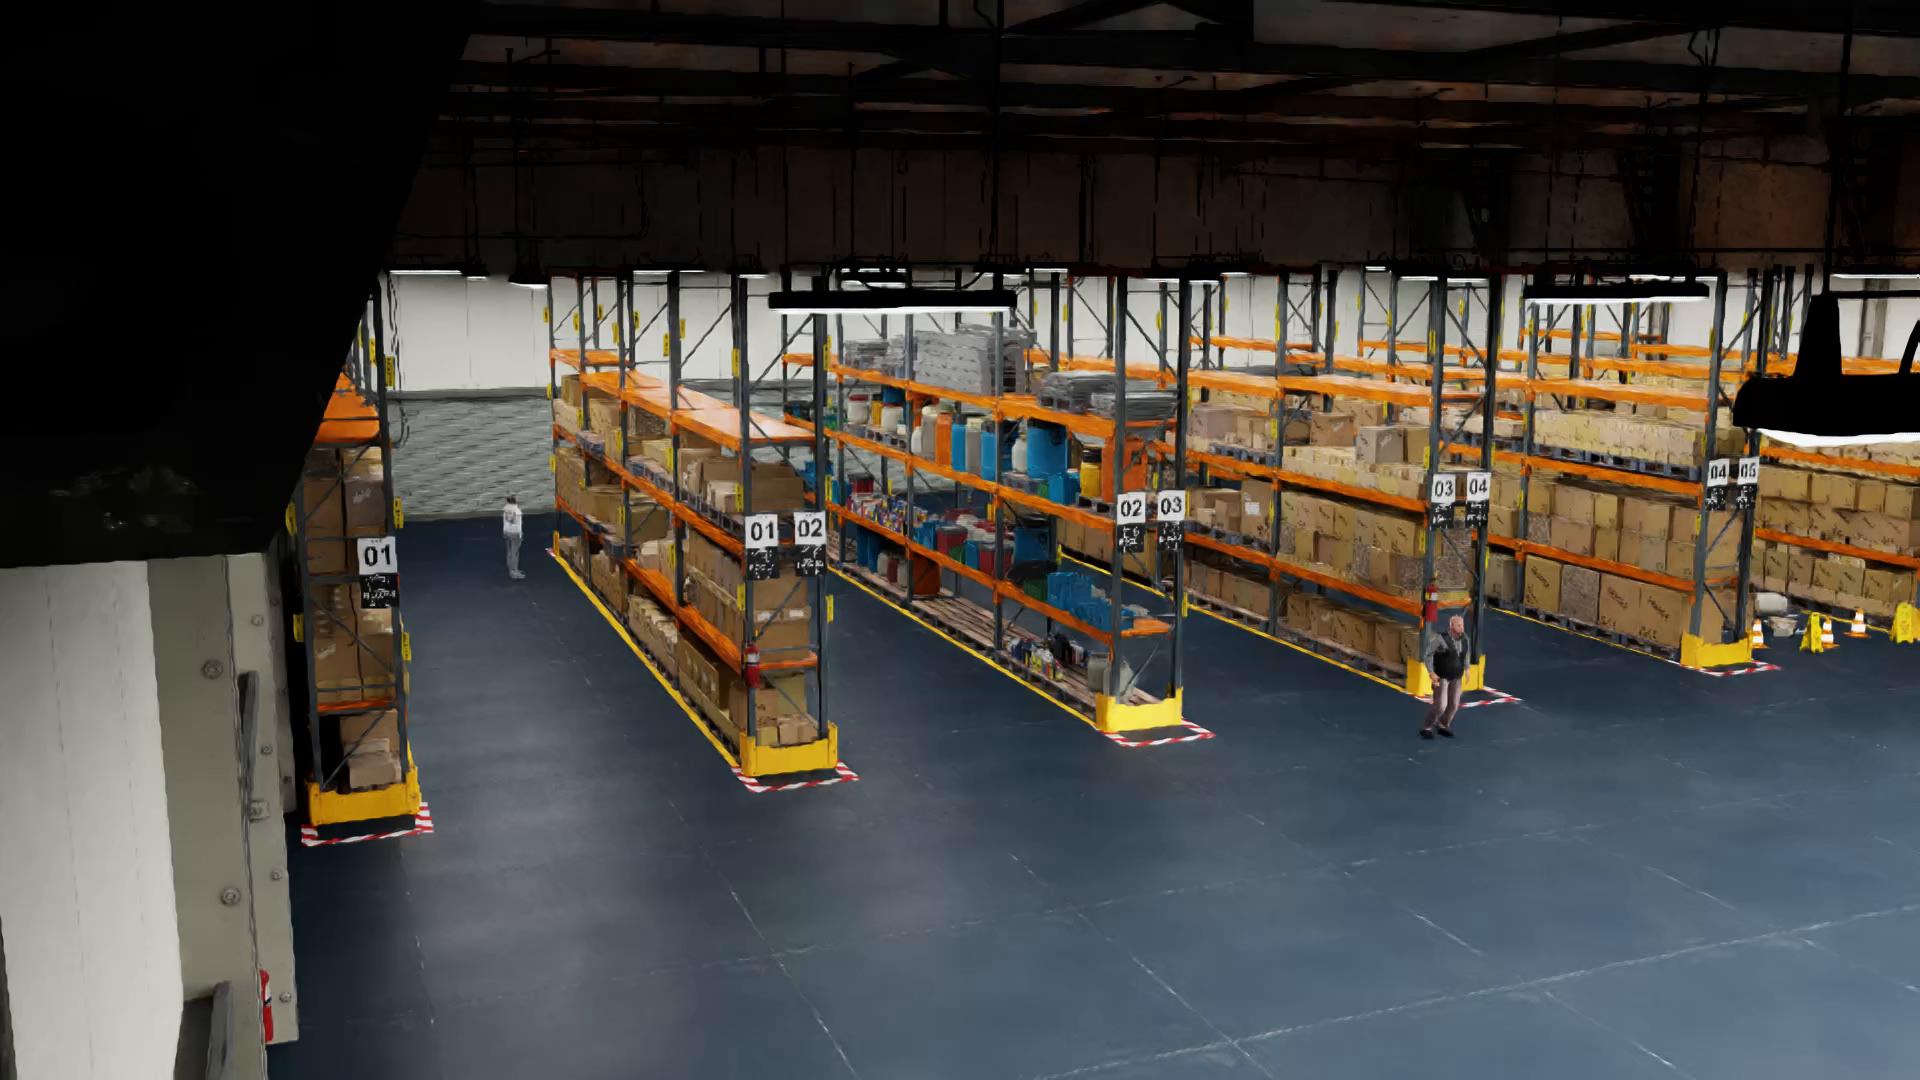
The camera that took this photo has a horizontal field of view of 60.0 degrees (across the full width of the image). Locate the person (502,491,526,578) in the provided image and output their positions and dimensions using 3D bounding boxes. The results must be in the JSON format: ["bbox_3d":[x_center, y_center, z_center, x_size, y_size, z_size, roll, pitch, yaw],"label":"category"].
[{"bbox_3d":[-8.676,-0.116,32.398,0.532,1.677,0.409,8,12,37],"label":"person"}]

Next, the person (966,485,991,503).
[{"bbox_3d":[0.545,-1.772,41.861,0.708,1.702,0.843,-8,13,-38],"label":"person"}]

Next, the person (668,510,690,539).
[{"bbox_3d":[-5.478,-0.109,32.549,0.449,1.586,1.095,-4,11,-24],"label":"person"}]

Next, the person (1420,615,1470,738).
[{"bbox_3d":[6.343,1.777,21.691,0.677,1.671,0.534,-4,11,-23],"label":"person"}]
